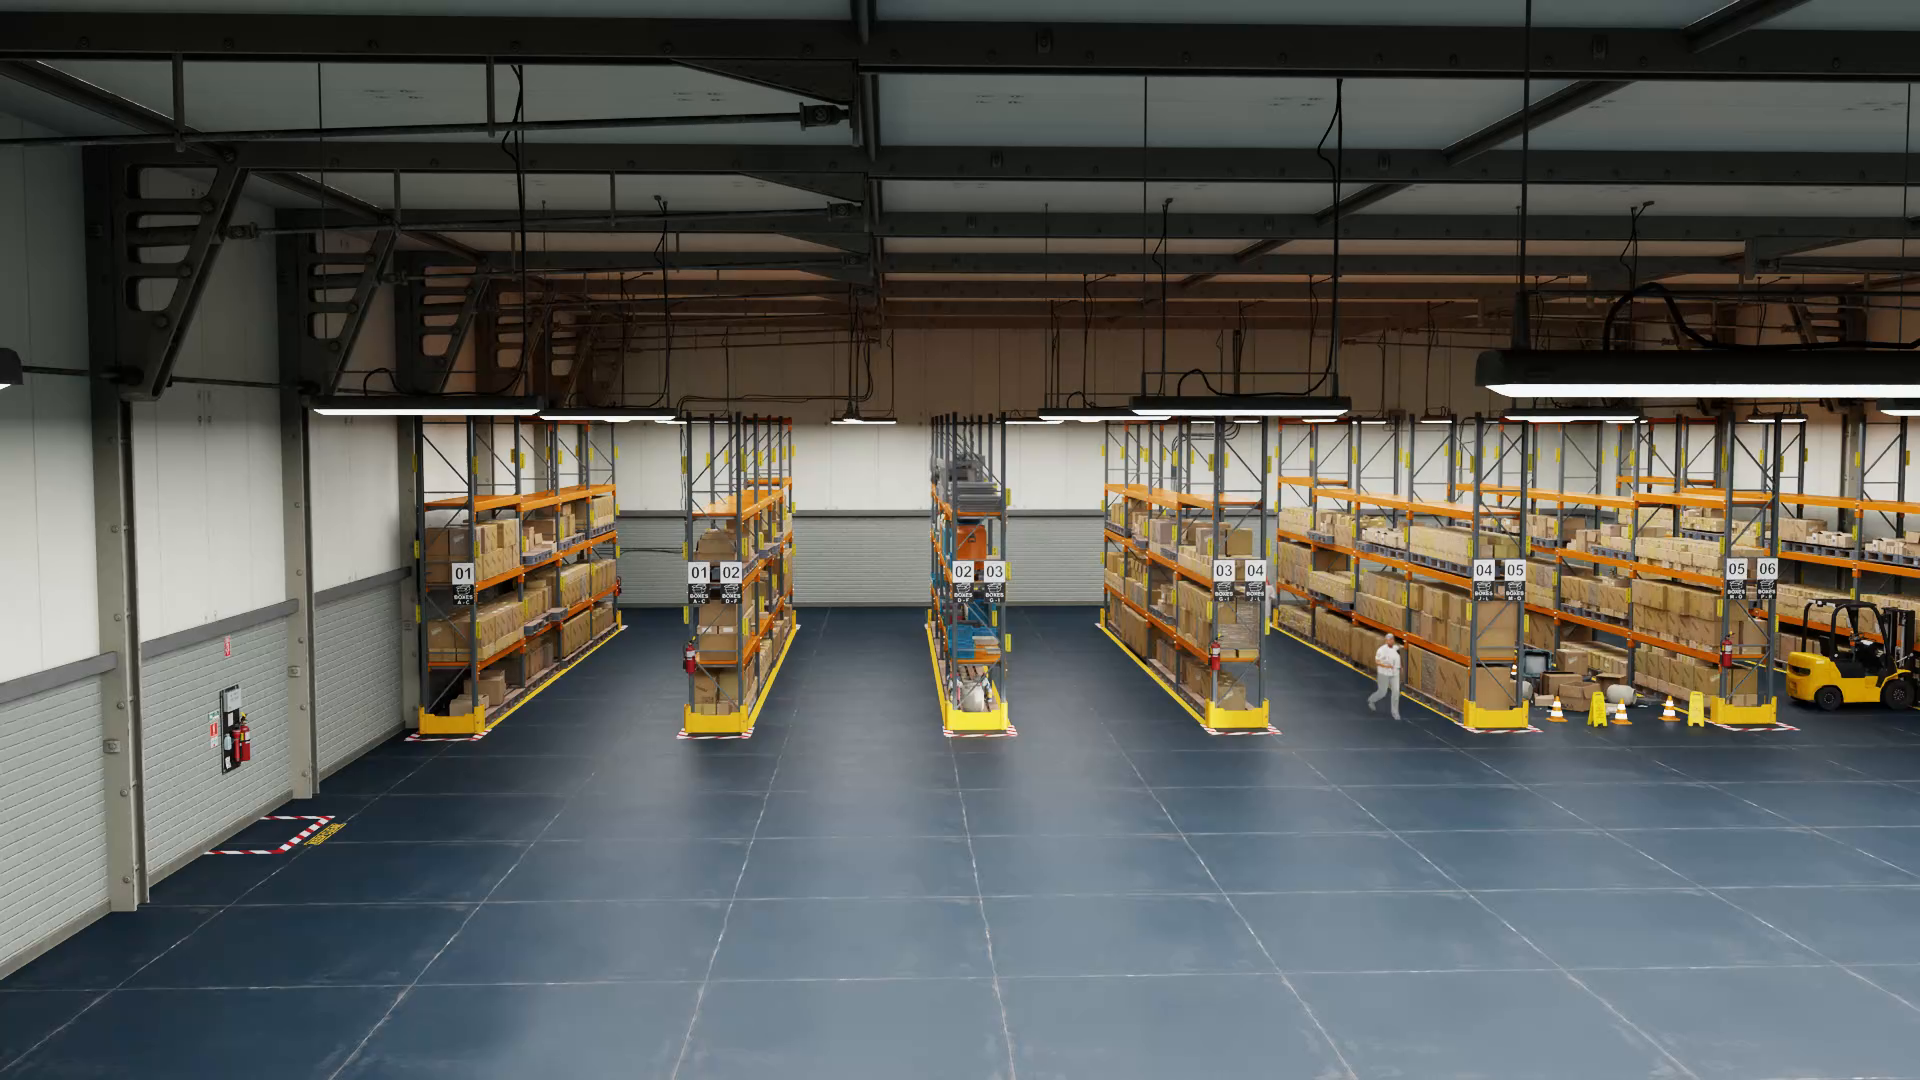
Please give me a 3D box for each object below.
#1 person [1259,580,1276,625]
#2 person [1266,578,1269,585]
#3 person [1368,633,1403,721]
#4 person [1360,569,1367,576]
[{"bbox_3d":[8.046,1.853,44.144,0.656,1.825,0.794,0,4,0],"label":"person"},{"bbox_3d":[8.793,1.578,48.961,0.518,1.629,0.839,-1,4,-17],"label":"person"},{"bbox_3d":[8.435,2.669,32.828,0.588,1.677,0.915,-1,4,-14],"label":"person"},{"bbox_3d":[11.322,1.683,46.599,0.712,1.767,0.924,0,4,2],"label":"person"}]
